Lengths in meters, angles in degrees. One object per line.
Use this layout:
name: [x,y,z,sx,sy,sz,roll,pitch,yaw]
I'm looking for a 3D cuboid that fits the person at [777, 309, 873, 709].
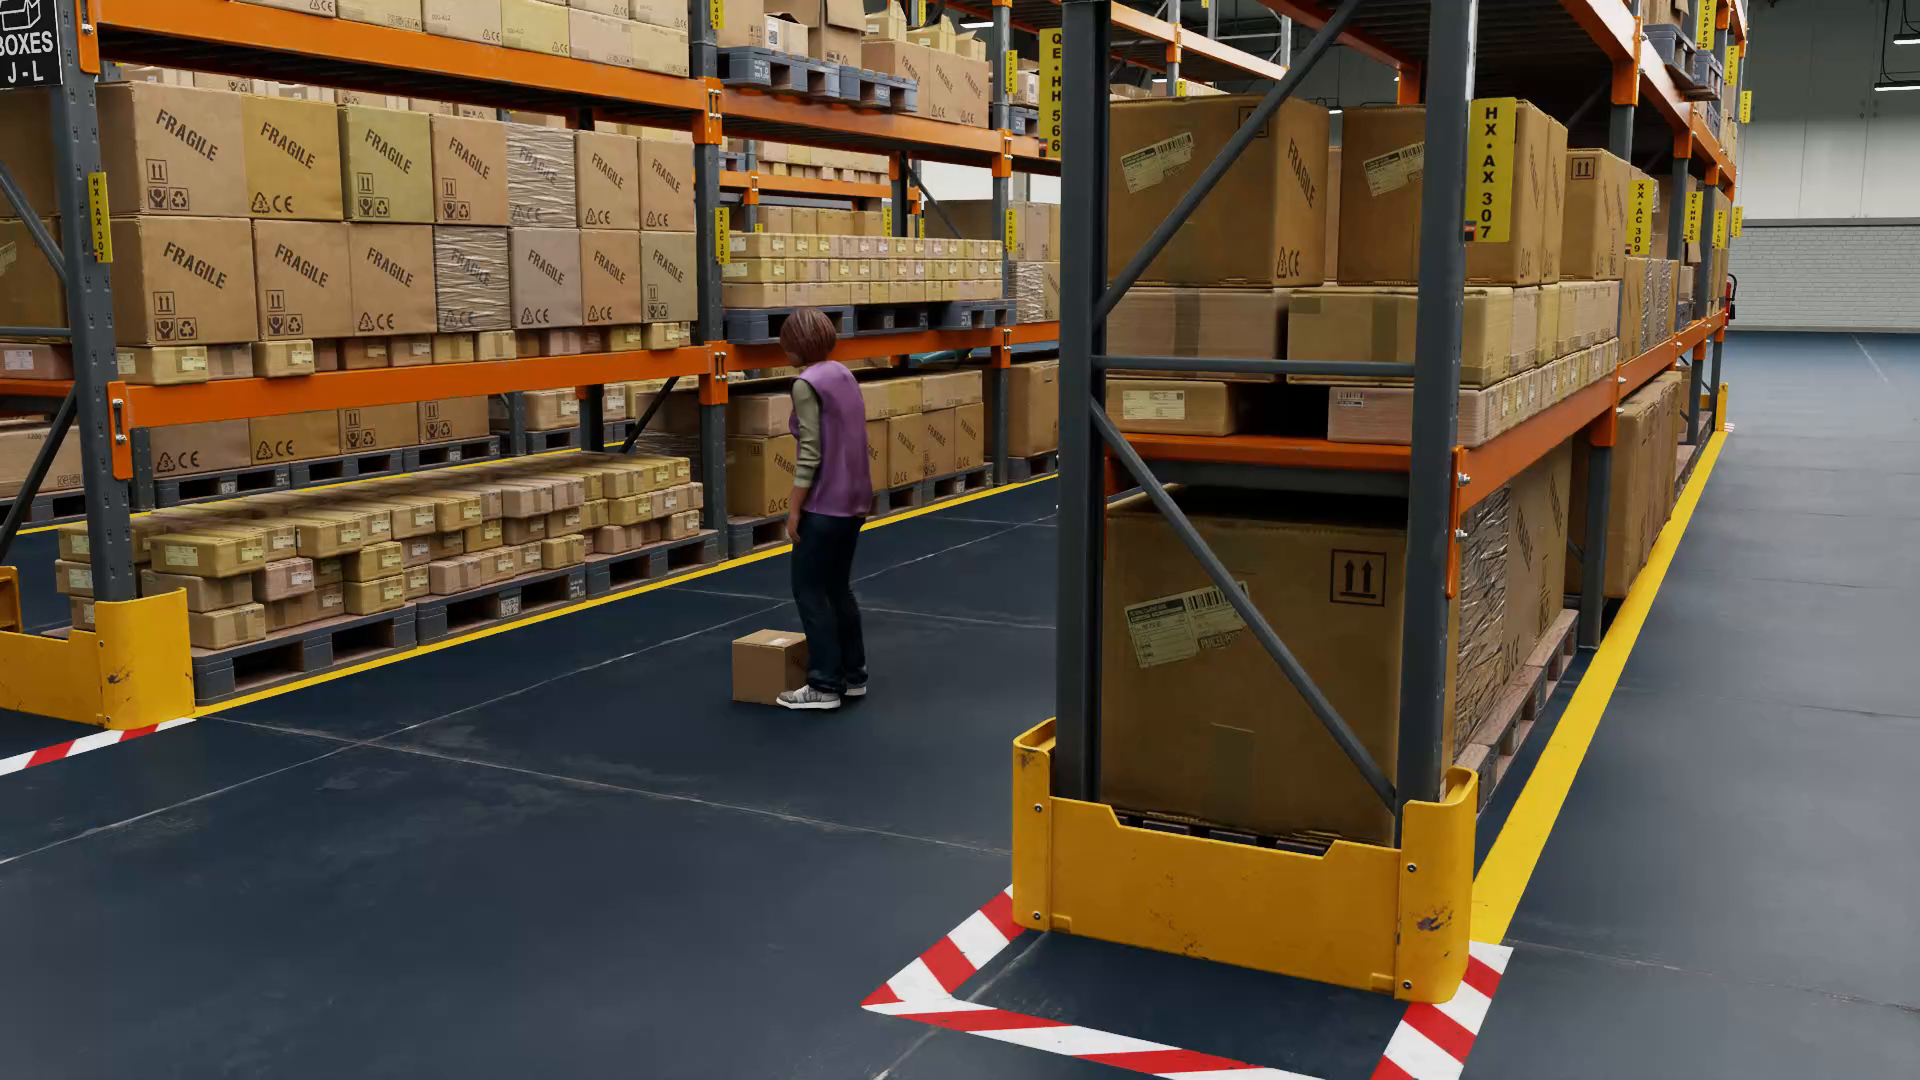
person: [-0.536,-0.121,6.652,0.344,1.591,0.461,4,10,24]
